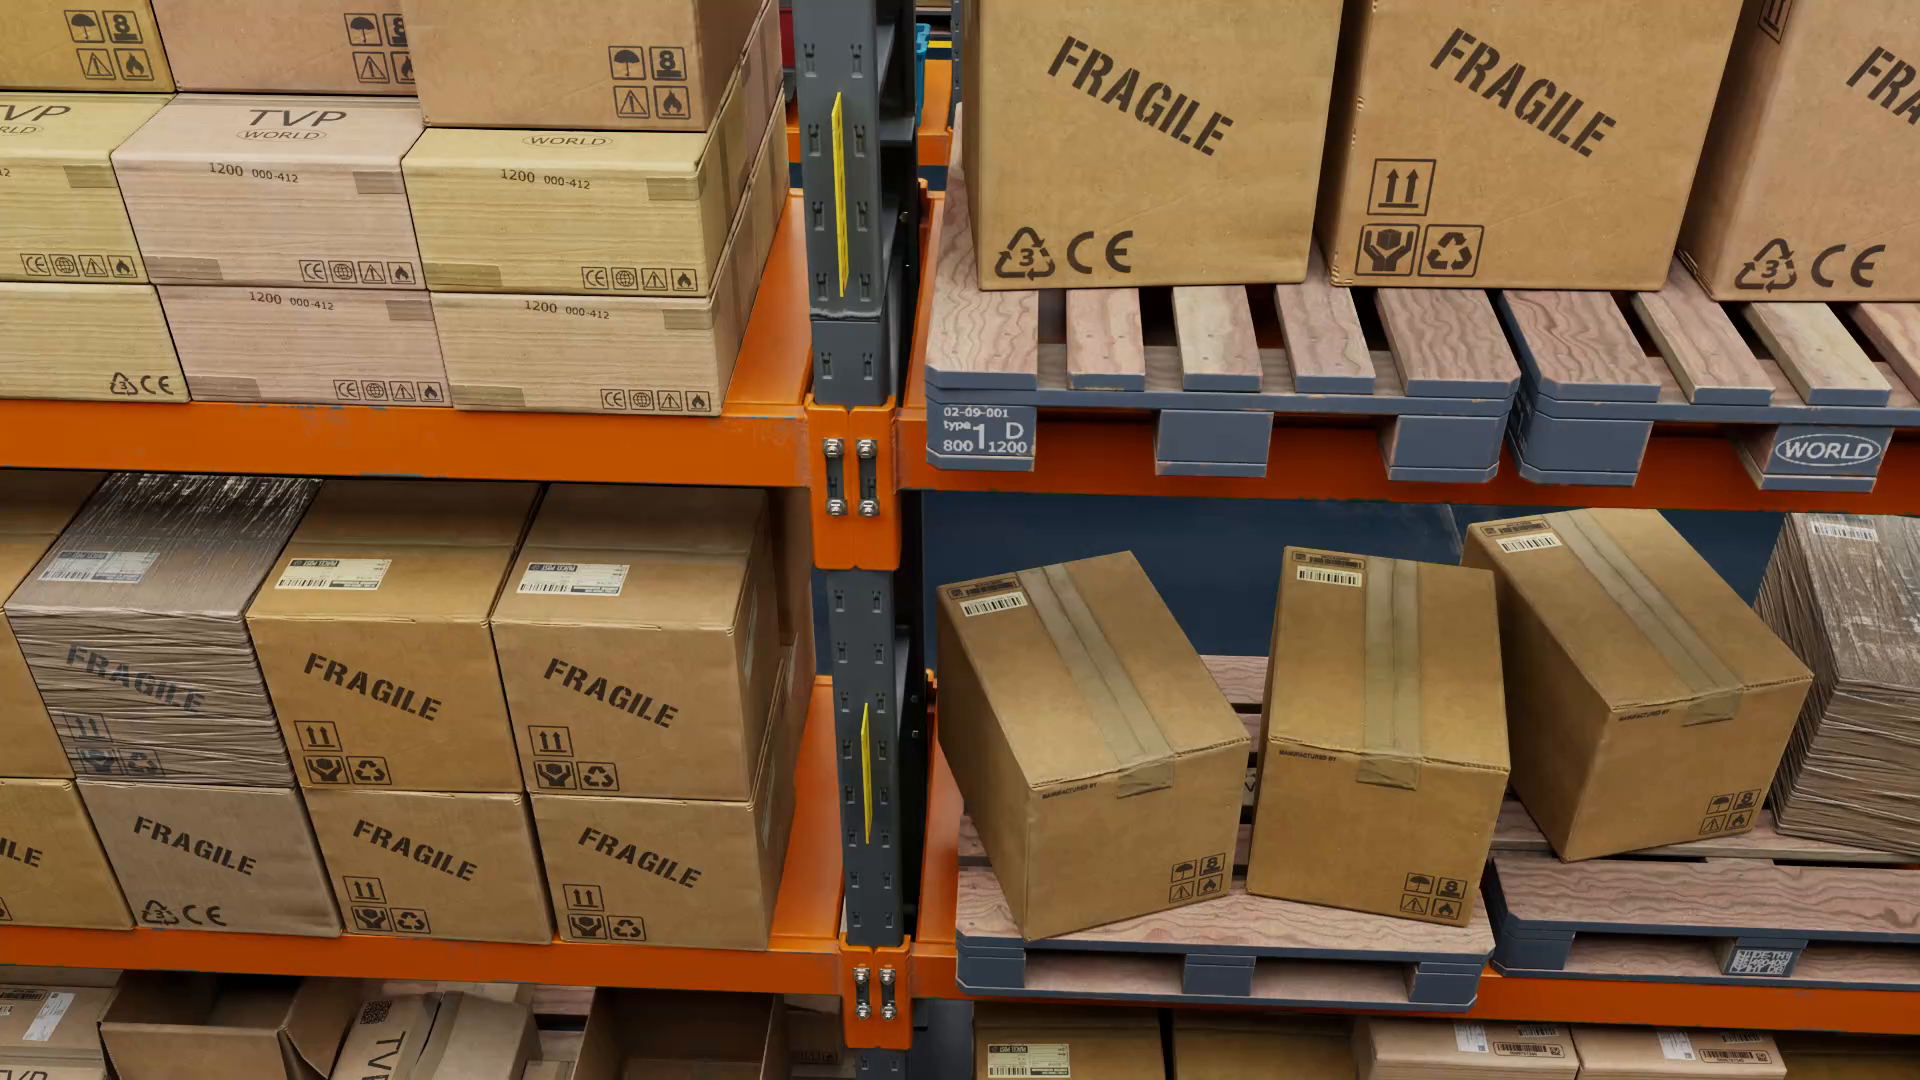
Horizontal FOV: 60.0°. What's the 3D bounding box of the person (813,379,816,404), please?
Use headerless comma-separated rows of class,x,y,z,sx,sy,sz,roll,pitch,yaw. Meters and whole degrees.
person,-0.484,-0.519,7.435,0.445,0.928,0.787,1,36,2
